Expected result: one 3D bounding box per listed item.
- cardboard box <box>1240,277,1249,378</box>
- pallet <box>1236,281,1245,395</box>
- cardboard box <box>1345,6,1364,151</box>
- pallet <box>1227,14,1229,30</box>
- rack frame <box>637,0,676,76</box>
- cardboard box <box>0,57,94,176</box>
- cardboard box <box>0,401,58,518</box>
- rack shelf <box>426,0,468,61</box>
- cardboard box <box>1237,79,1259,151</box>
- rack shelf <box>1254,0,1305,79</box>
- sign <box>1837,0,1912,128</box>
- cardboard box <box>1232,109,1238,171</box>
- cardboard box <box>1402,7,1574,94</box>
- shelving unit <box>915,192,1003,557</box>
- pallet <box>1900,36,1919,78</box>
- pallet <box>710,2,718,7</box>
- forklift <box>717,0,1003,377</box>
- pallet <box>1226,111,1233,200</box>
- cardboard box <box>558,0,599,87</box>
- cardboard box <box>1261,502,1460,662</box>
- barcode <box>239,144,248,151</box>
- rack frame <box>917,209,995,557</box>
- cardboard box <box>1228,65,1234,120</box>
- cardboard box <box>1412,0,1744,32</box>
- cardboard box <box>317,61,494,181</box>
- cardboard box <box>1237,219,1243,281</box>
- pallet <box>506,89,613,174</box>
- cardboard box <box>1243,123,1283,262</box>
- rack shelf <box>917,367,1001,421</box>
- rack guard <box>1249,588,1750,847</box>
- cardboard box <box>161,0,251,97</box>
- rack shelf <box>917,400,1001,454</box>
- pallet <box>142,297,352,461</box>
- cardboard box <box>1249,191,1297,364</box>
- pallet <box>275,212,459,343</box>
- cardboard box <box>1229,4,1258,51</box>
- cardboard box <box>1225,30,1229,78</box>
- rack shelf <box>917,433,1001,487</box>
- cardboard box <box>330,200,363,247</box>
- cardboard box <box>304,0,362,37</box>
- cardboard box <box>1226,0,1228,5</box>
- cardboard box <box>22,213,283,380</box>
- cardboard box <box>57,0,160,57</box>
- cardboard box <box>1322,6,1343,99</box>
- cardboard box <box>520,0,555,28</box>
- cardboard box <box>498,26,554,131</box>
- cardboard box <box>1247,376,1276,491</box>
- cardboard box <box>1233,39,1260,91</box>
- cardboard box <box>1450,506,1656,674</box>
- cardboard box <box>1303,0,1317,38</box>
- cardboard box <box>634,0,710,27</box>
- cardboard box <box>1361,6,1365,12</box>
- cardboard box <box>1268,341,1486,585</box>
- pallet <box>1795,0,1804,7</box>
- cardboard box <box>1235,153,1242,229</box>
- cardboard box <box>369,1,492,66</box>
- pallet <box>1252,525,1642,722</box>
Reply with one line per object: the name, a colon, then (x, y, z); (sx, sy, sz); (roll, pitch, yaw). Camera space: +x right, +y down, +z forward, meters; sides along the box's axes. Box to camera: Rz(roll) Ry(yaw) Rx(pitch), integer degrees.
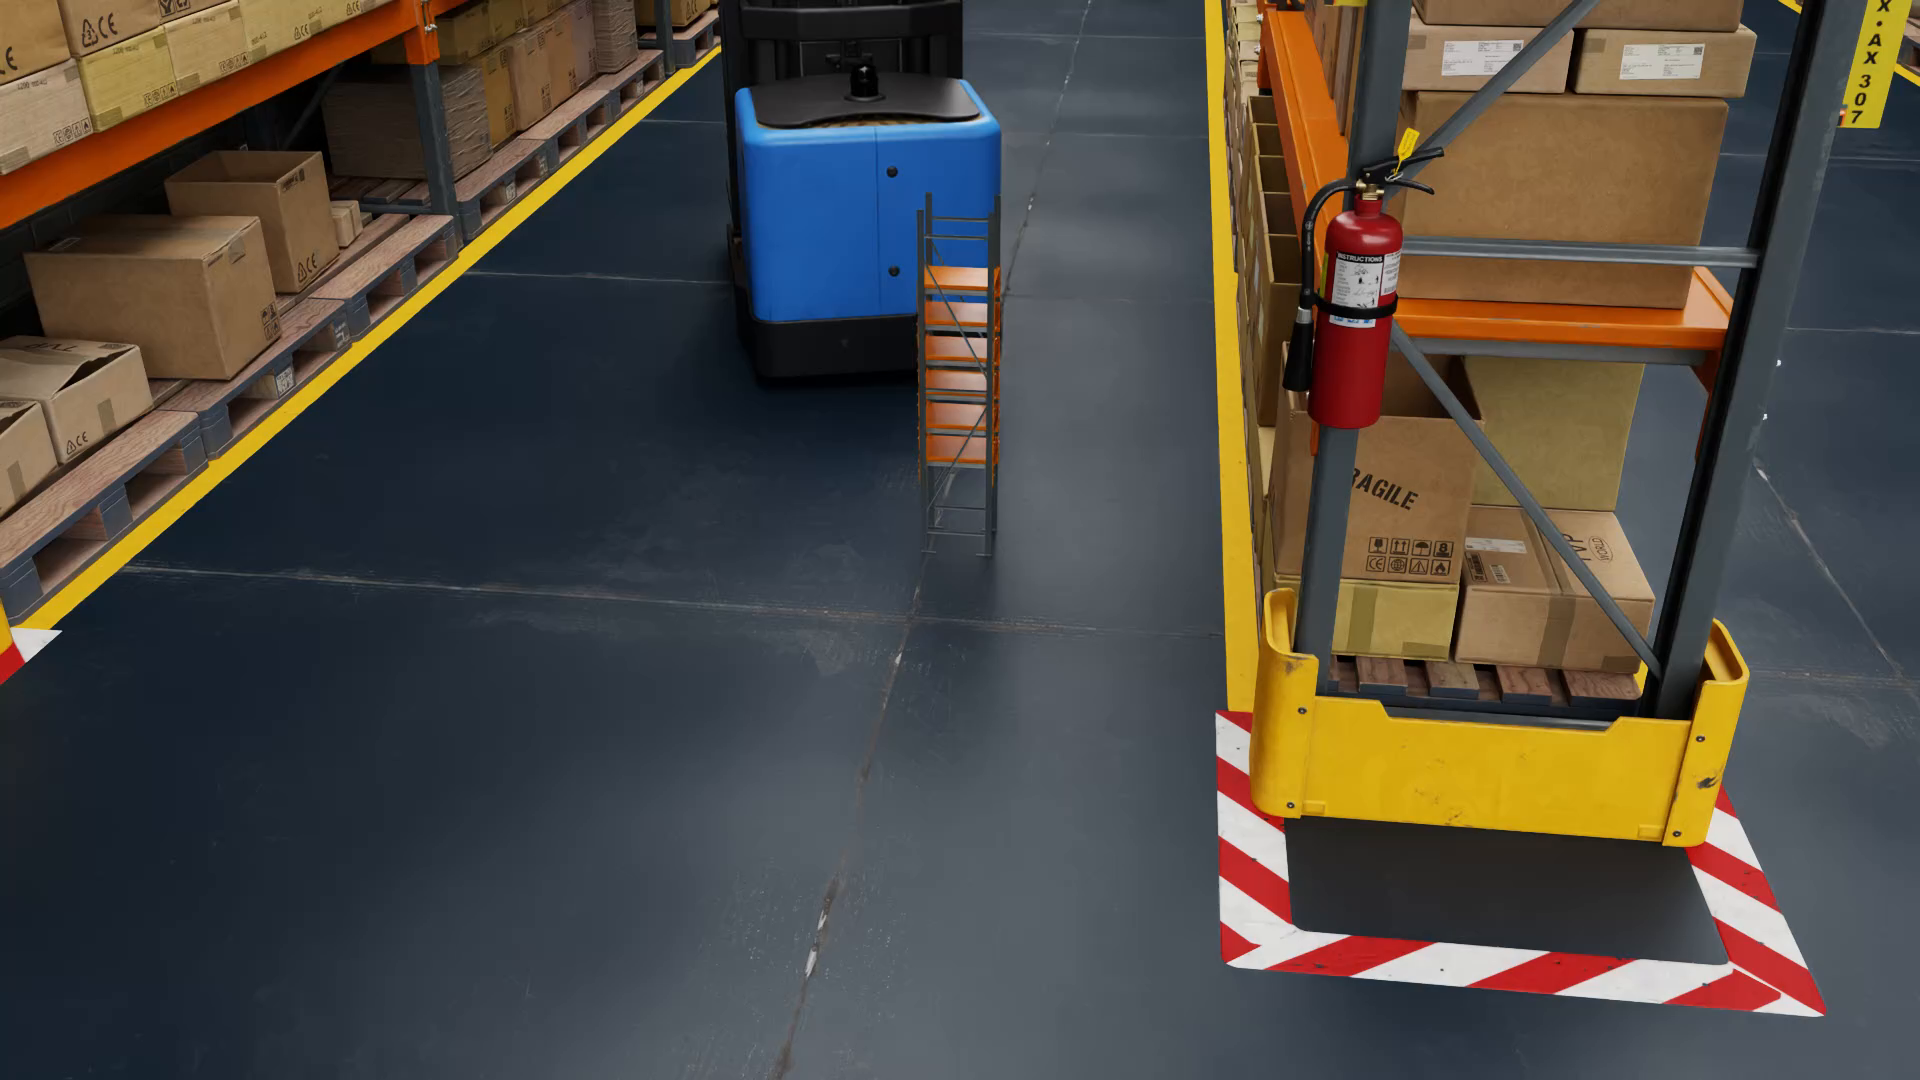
cardboard box: (1.378, -0.839, 6.601); (0.500, 0.250, 0.500); (3, 28, 6)
pallet: (1.729, -0.936, 7.265); (1.003, 0.211, 1.213); (3, 28, 6)
cardboard box: (1.574, -1.396, 5.074); (0.700, 0.500, 0.500); (4, 29, 7)
pallet: (2.639, -4.112, 13.161); (1.003, 0.211, 1.213); (3, 28, 6)
rack frame: (-2.558, -4.704, 11.320); (1.000, 3.000, 0.127); (3, 28, 6)
cardboard box: (-3.114, -1.338, 5.208); (0.500, 0.250, 0.500); (2, 28, 5)
cardboard box: (-3.364, -0.269, 5.458); (0.500, 0.311, 0.500); (0, 28, 0)
rack shelf: (-2.803, -3.446, 9.743); (1.077, 0.370, 4.000); (3, 28, 6)
cardboard box: (1.691, -2.209, 8.553); (0.500, 0.311, 0.500); (4, 29, 8)
rack shelf: (2.113, -3.160, 9.212); (1.077, 0.370, 4.000); (3, 28, 6)
sign: (1.928, -1.033, 3.509); (0.100, 0.325, 0.005); (3, 28, 6)
cardboard box: (1.757, -2.201, 9.128); (0.500, 0.250, 0.500); (4, 29, 7)
cardboard box: (1.236, -1.173, 3.975); (0.380, 0.149, 0.250); (3, 28, 5)
shelving unit: (-0.002, -0.521, 5.453); (0.258, 1.200, 0.189); (3, 28, 6)
pallet: (7.329, -3.275, 11.606); (1.003, 0.211, 1.213); (3, 28, 6)
pallet: (-2.235, -4.416, 13.725); (1.003, 0.211, 1.213); (3, 28, 6)
forklift: (-0.571, -2.636, 7.553); (1.130, 2.935, 3.031); (-5, 29, -8)
pallet: (2.067, -2.233, 9.672); (1.003, 0.211, 1.213); (3, 28, 6)
cardboard box: (-2.773, -3.220, 10.736); (0.700, 0.500, 0.500); (3, 28, 6)
cardboard box: (1.151, 0.103, 4.852); (0.500, 0.250, 0.500); (3, 28, 6)
barcode: (-3.353, -1.815, 7.791); (0.001, 0.075, 0.075); (3, 28, 6)
rack frame: (-0.013, -0.478, 5.373); (0.240, 1.200, 0.006); (3, 28, 6)
cardboard box: (1.884, -2.681, 10.021); (0.500, 0.250, 0.500); (3, 28, 5)
cardboard box: (1.455, -1.512, 3.920); (0.700, 0.500, 0.500); (3, 29, 6)
cardboard box: (-2.975, -2.262, 8.958); (0.700, 0.500, 0.500); (4, 29, 8)
cardboard box: (1.511, -1.309, 7.474); (0.500, 0.250, 0.500); (3, 28, 6)
pallet: (-2.808, -2.536, 10.235); (1.003, 0.211, 1.213); (3, 28, 6)
cardboard box: (1.447, -1.404, 6.859); (0.500, 0.500, 0.500); (3, 28, 6)
rack shelf: (-0.002, -0.482, 5.474); (0.258, 0.103, 0.180); (3, 28, 6)
rack guard: (1.375, 0.459, 4.370); (1.175, 0.500, 0.348); (3, 28, 6)
cardboard box: (-2.982, -1.815, 6.094); (0.500, 0.250, 0.500); (4, 29, 7)
rack shelf: (-0.002, -0.377, 5.531); (0.258, 0.103, 0.180); (3, 28, 6)
pallet: (-3.243, -0.700, 6.826); (1.003, 0.211, 1.213); (3, 28, 6)
cardboard box: (1.319, -0.934, 5.986); (0.500, 0.500, 0.500); (3, 28, 6)
pallet: (-3.096, -1.276, 7.895); (1.003, 0.211, 1.213); (3, 28, 6)
cardboard box: (1.947, -3.162, 10.322); (0.500, 0.311, 0.500); (3, 28, 5)
cardboard box: (2.003, -3.163, 10.915); (0.500, 0.250, 0.500); (3, 28, 6)
rack shelf: (-0.002, -0.271, 5.588); (0.258, 0.103, 0.180); (3, 28, 6)
cardboard box: (-3.084, -1.514, 7.922); (0.380, 0.166, 0.250); (0, 28, 0)
cardboard box: (-2.875, -2.290, 6.974); (0.500, 0.250, 0.500); (3, 29, 6)
cardboard box: (2.362, -4.456, 13.031); (0.500, 0.500, 0.500); (2, 28, 4)
cardboard box: (-3.155, -0.963, 6.547); (0.700, 0.500, 0.500); (2, 28, 3)
cardboard box: (-3.042, -1.894, 5.449); (0.500, 0.500, 0.500); (2, 28, 5)
cardboard box: (1.697, -1.886, 5.982); (0.700, 0.500, 0.500); (4, 29, 7)
cardboard box: (-2.785, -3.279, 10.054); (0.500, 0.250, 0.500); (3, 28, 6)
cardboard box: (-2.859, -2.746, 9.856); (0.700, 0.500, 0.500); (4, 29, 7)
cardboard box: (1.260, -0.368, 5.727); (0.500, 0.250, 0.500); (3, 28, 6)
cardboard box: (1.820, -2.680, 9.428); (0.500, 0.311, 0.500); (3, 28, 6)
cardboard box: (1.665, 0.134, 4.796); (0.500, 0.250, 0.500); (3, 28, 6)
cardboard box: (1.820, -2.370, 6.881); (0.700, 0.500, 0.500); (3, 28, 5)
cardboard box: (-2.338, -4.281, 12.358); (0.750, 0.750, 0.750); (3, 28, 6)
cardboard box: (1.331, -1.535, 4.647); (0.380, 0.149, 0.250); (4, 29, 7)
cardboard box: (1.149, -0.227, 4.674); (0.500, 0.500, 0.500); (3, 28, 6)
pallet: (7.628, -4.423, 13.738); (1.003, 0.211, 1.213); (3, 28, 6)
cardboard box: (1.631, -1.722, 8.240); (0.500, 0.250, 0.500); (3, 28, 6)
cardboard box: (-2.924, -2.800, 9.165); (0.500, 0.250, 0.500); (3, 28, 5)
pallet: (1.430, 0.213, 5.133); (1.003, 0.211, 1.213); (3, 28, 6)
